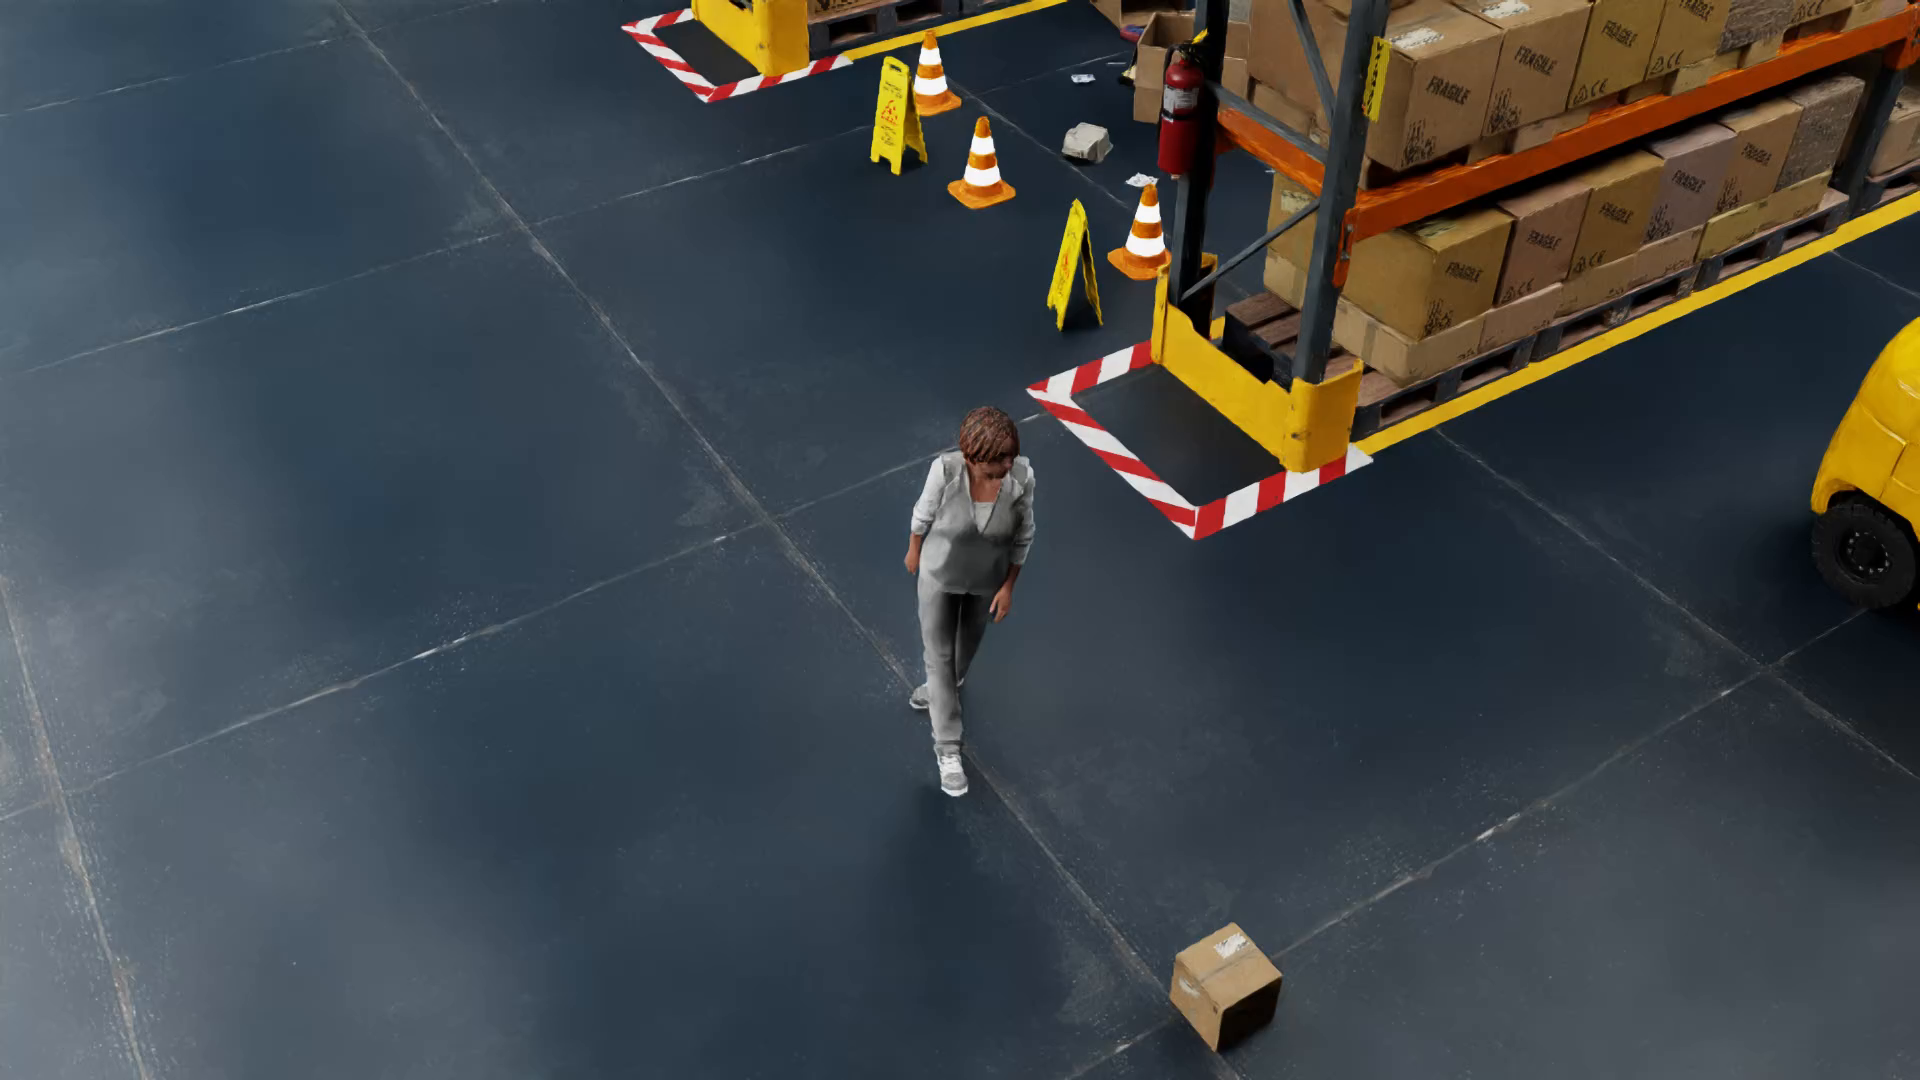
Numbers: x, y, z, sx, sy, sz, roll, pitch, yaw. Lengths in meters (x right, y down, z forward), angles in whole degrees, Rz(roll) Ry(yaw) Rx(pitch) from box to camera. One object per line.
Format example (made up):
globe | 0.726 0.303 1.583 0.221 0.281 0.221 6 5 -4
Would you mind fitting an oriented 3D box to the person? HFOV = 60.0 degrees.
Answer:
person | 0.042 0.192 5.958 0.460 1.577 0.752 -3 41 -3
